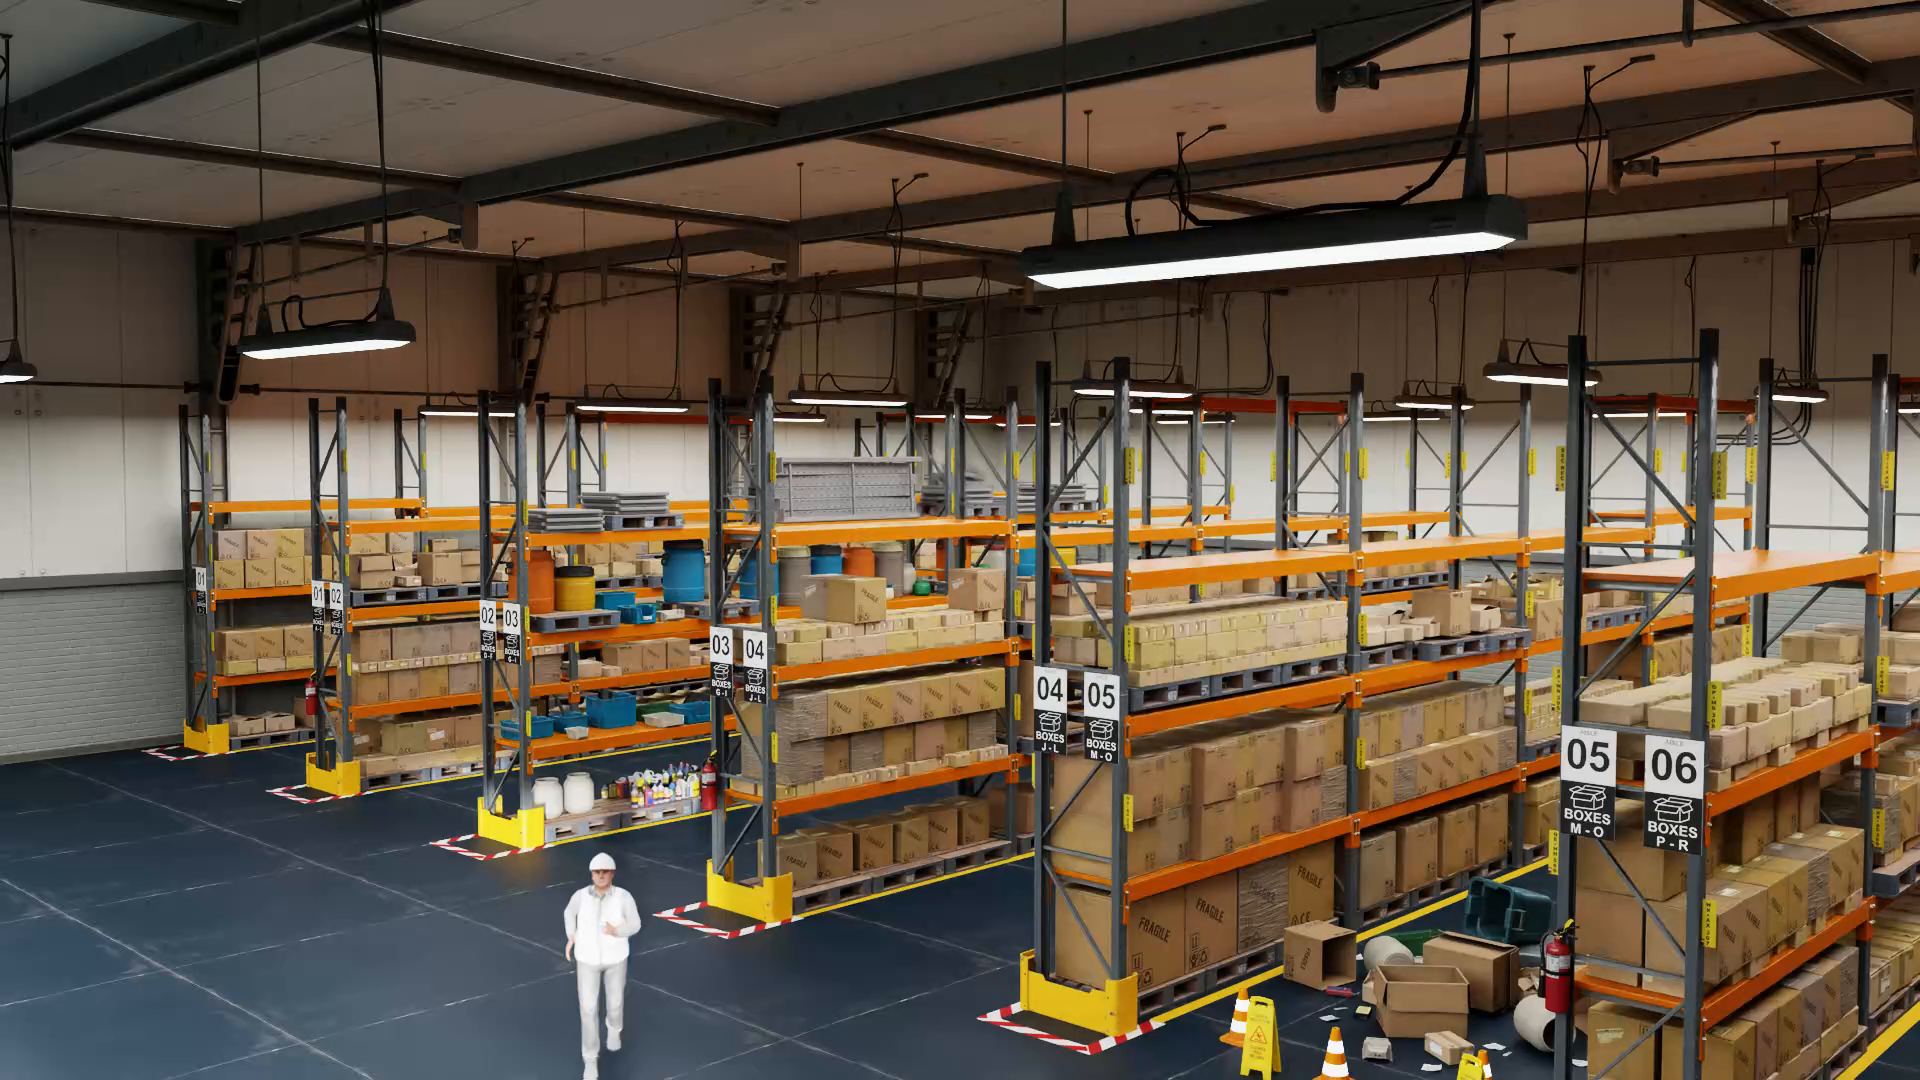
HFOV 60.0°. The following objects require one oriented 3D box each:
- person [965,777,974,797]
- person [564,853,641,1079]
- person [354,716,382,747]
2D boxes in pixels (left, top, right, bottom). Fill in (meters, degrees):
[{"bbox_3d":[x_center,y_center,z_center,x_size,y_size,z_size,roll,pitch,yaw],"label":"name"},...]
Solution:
[{"bbox_3d":[0.022,3.013,24.524,0.608,1.719,0.590,2,4,32],"label":"person"},{"bbox_3d":[-3.004,3.465,13.970,0.641,1.686,0.813,-1,3,-10],"label":"person"},{"bbox_3d":[-9.855,2.853,27.505,0.579,1.698,0.924,1,3,26],"label":"person"}]
